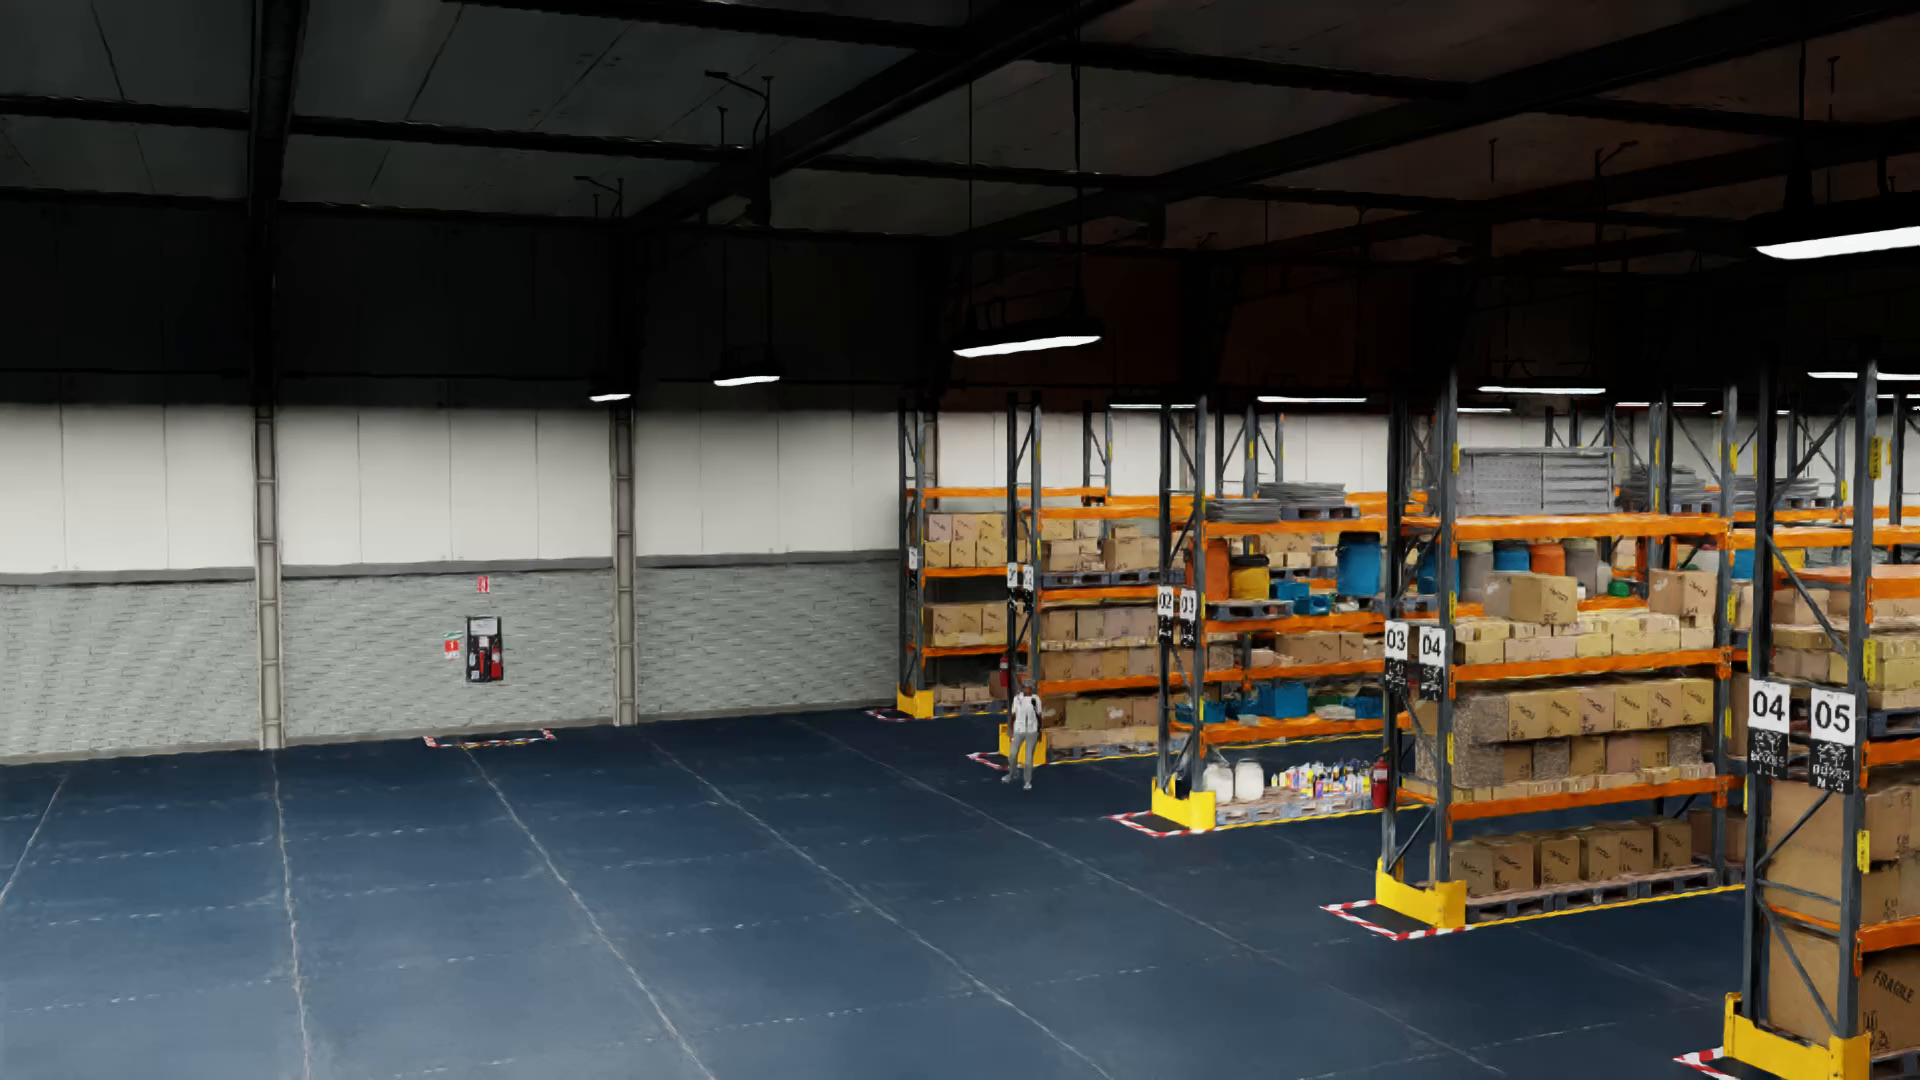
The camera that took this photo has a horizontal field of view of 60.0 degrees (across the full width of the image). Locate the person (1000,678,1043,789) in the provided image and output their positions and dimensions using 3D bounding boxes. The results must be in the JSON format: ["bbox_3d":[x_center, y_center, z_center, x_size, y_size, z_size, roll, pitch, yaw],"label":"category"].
[{"bbox_3d":[0.919,2.872,24.827,0.631,1.655,0.458,0,3,2],"label":"person"}]

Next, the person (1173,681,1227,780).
[{"bbox_3d":[3.665,2.906,25.410,1.034,1.525,0.417,-2,4,-25],"label":"person"}]
